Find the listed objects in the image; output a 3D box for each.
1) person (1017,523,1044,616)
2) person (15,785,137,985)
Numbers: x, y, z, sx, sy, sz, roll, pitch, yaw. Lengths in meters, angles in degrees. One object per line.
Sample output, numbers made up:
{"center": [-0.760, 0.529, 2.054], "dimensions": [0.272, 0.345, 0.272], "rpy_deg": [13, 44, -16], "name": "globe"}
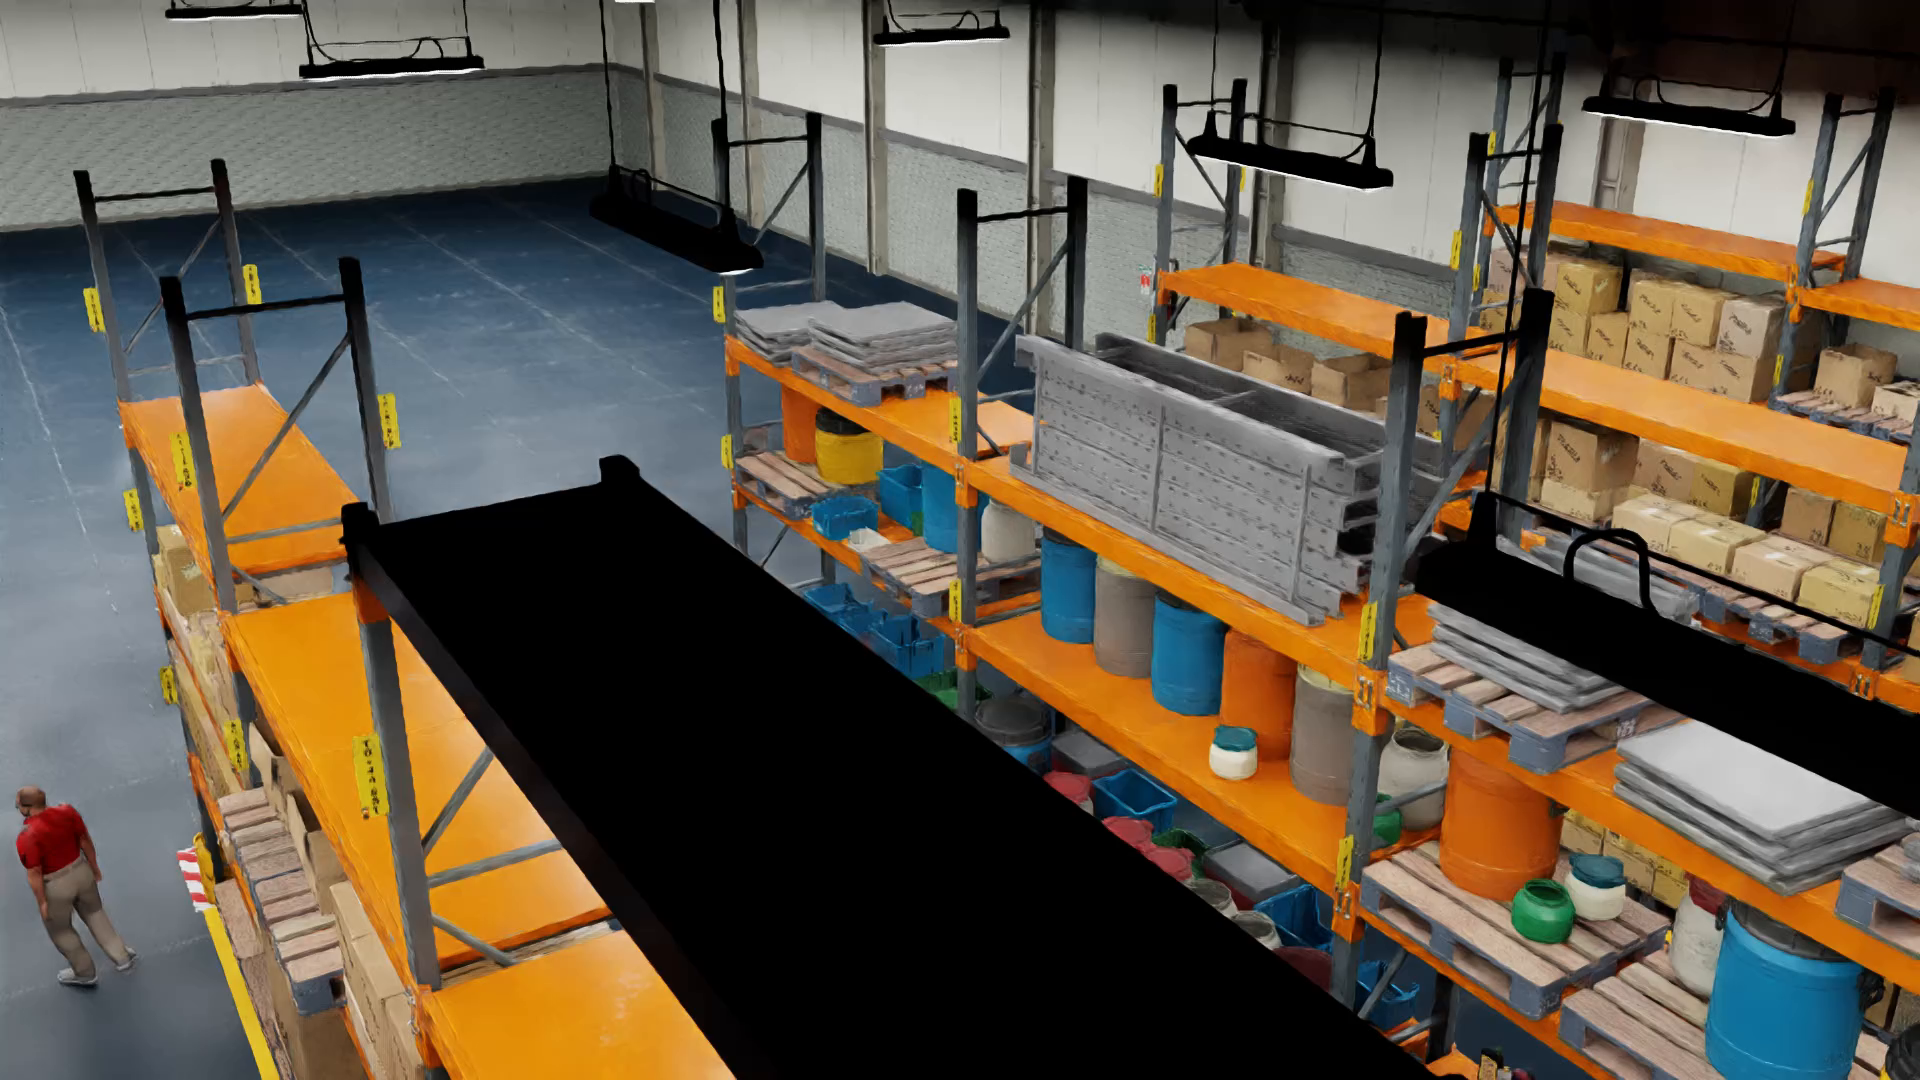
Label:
{"center": [0.814, 0.635, 17.625], "dimensions": [0.524, 1.621, 0.929], "rpy_deg": [-3, 22, -8], "name": "person"}
{"center": [-6.714, 2.612, 12.591], "dimensions": [0.565, 1.713, 0.602], "rpy_deg": [9, 23, 21], "name": "person"}
